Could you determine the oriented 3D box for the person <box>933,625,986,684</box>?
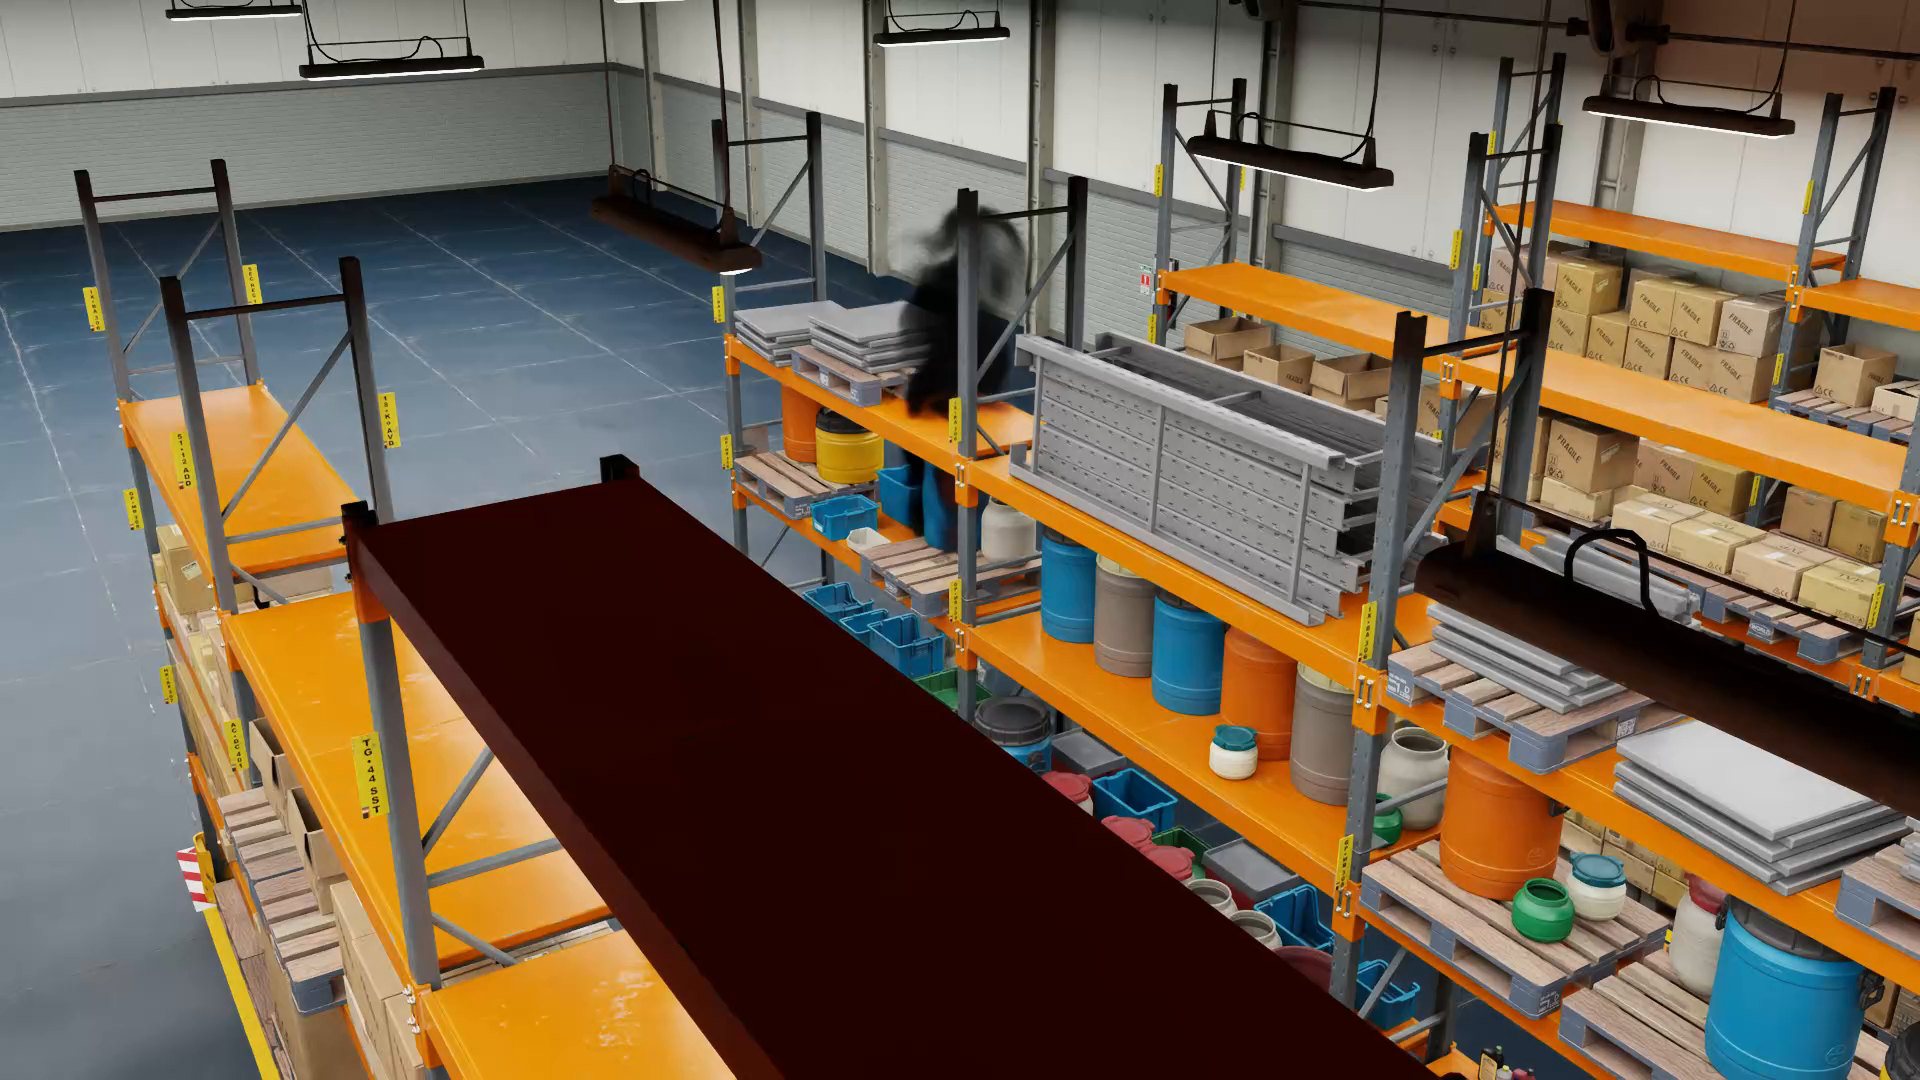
[{"bbox_3d":[-0.075,0.892,17.054,0.605,1.635,0.541,-20,30,-41],"label":"person"}]
